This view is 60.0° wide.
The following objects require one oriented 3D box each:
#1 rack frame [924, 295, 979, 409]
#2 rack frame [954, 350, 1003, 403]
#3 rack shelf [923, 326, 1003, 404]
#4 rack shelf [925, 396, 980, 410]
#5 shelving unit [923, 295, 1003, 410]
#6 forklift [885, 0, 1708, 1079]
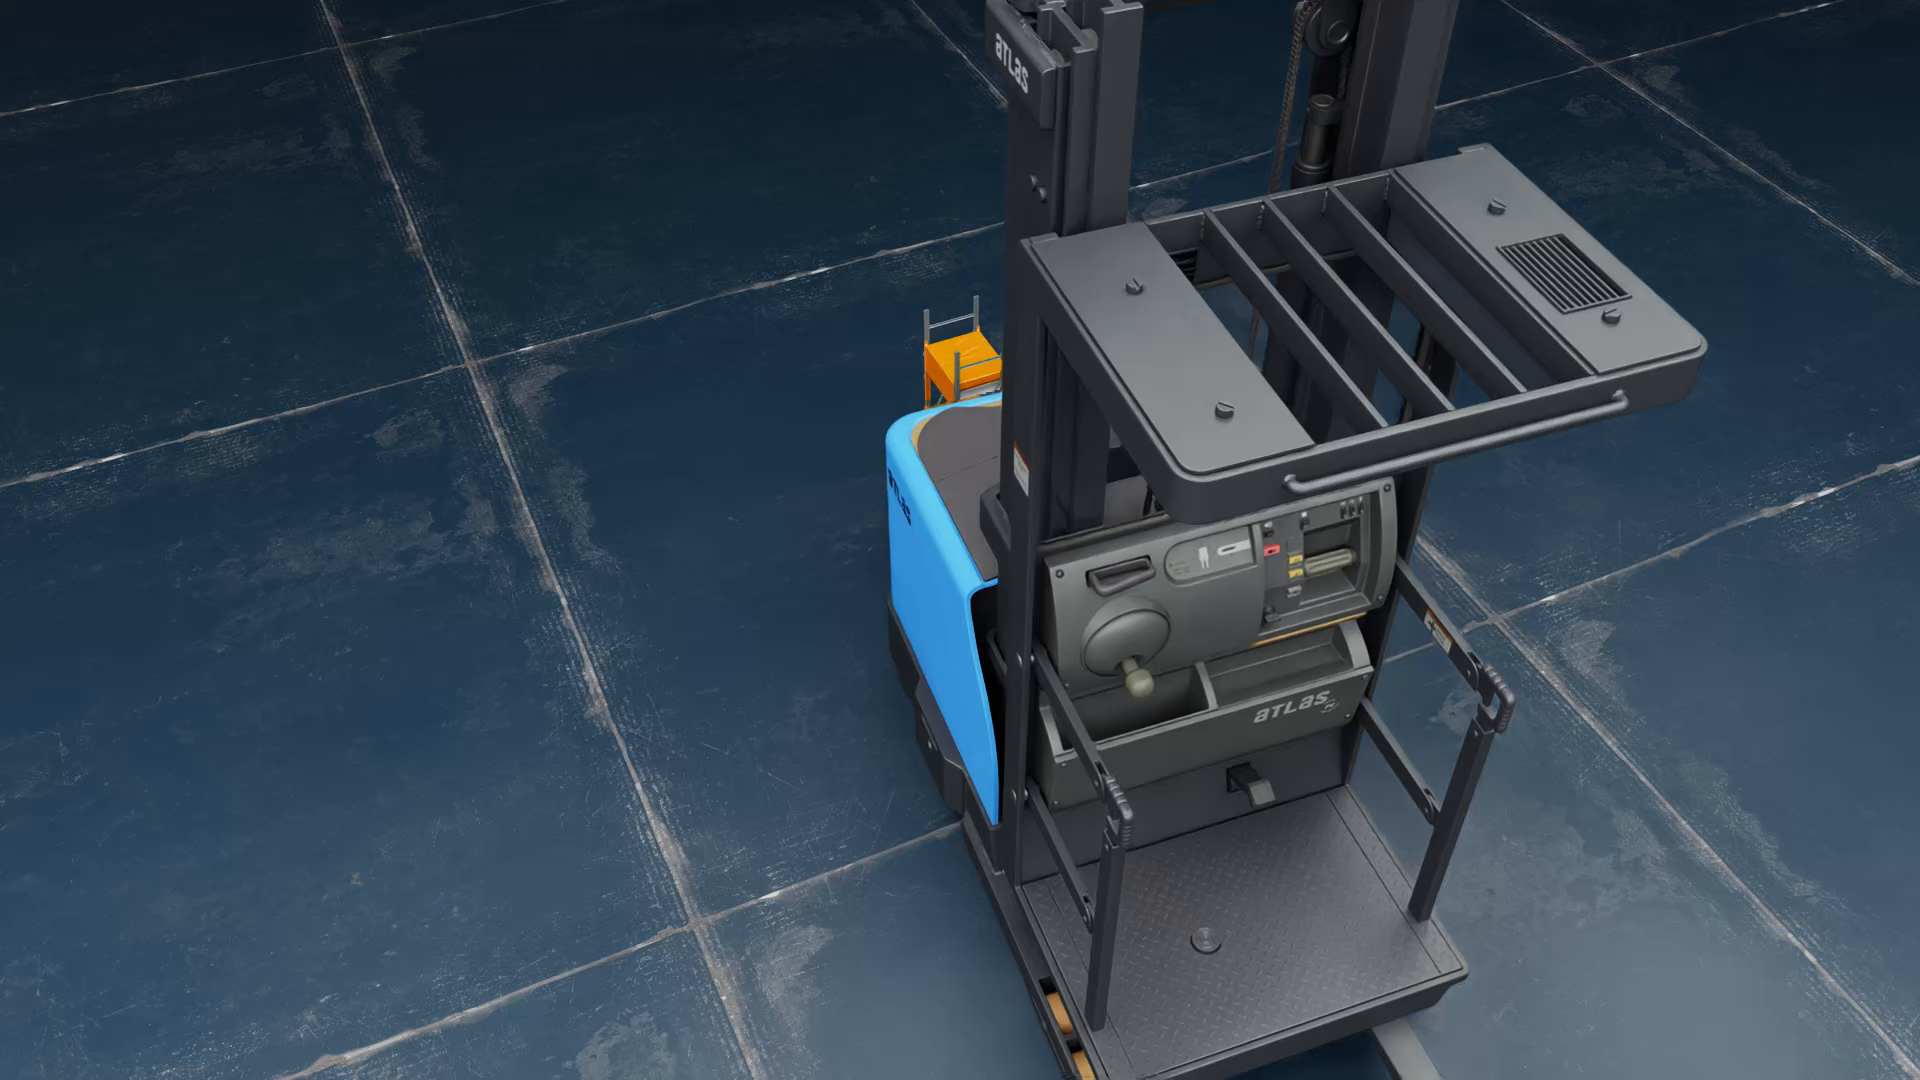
[{"bbox_3d":[-0.029,-0.417,5.925,0.200,1.050,0.008,-18,47,-17],"label":"rack frame"},{"bbox_3d":[0.074,-0.262,5.768,0.200,1.050,0.008,-18,47,-17],"label":"rack frame"},{"bbox_3d":[0.022,-0.534,5.655,0.215,0.259,0.240,-18,47,-17],"label":"rack shelf"},{"bbox_3d":[0.022,-0.332,5.854,0.215,0.259,0.240,-18,47,-17],"label":"rack shelf"},{"bbox_3d":[0.022,-0.340,5.847,0.215,1.050,0.252,-18,47,-17],"label":"shelving unit"},{"bbox_3d":[0.732,0.206,3.955,1.130,2.935,3.031,-14,46,-14],"label":"forklift"}]
